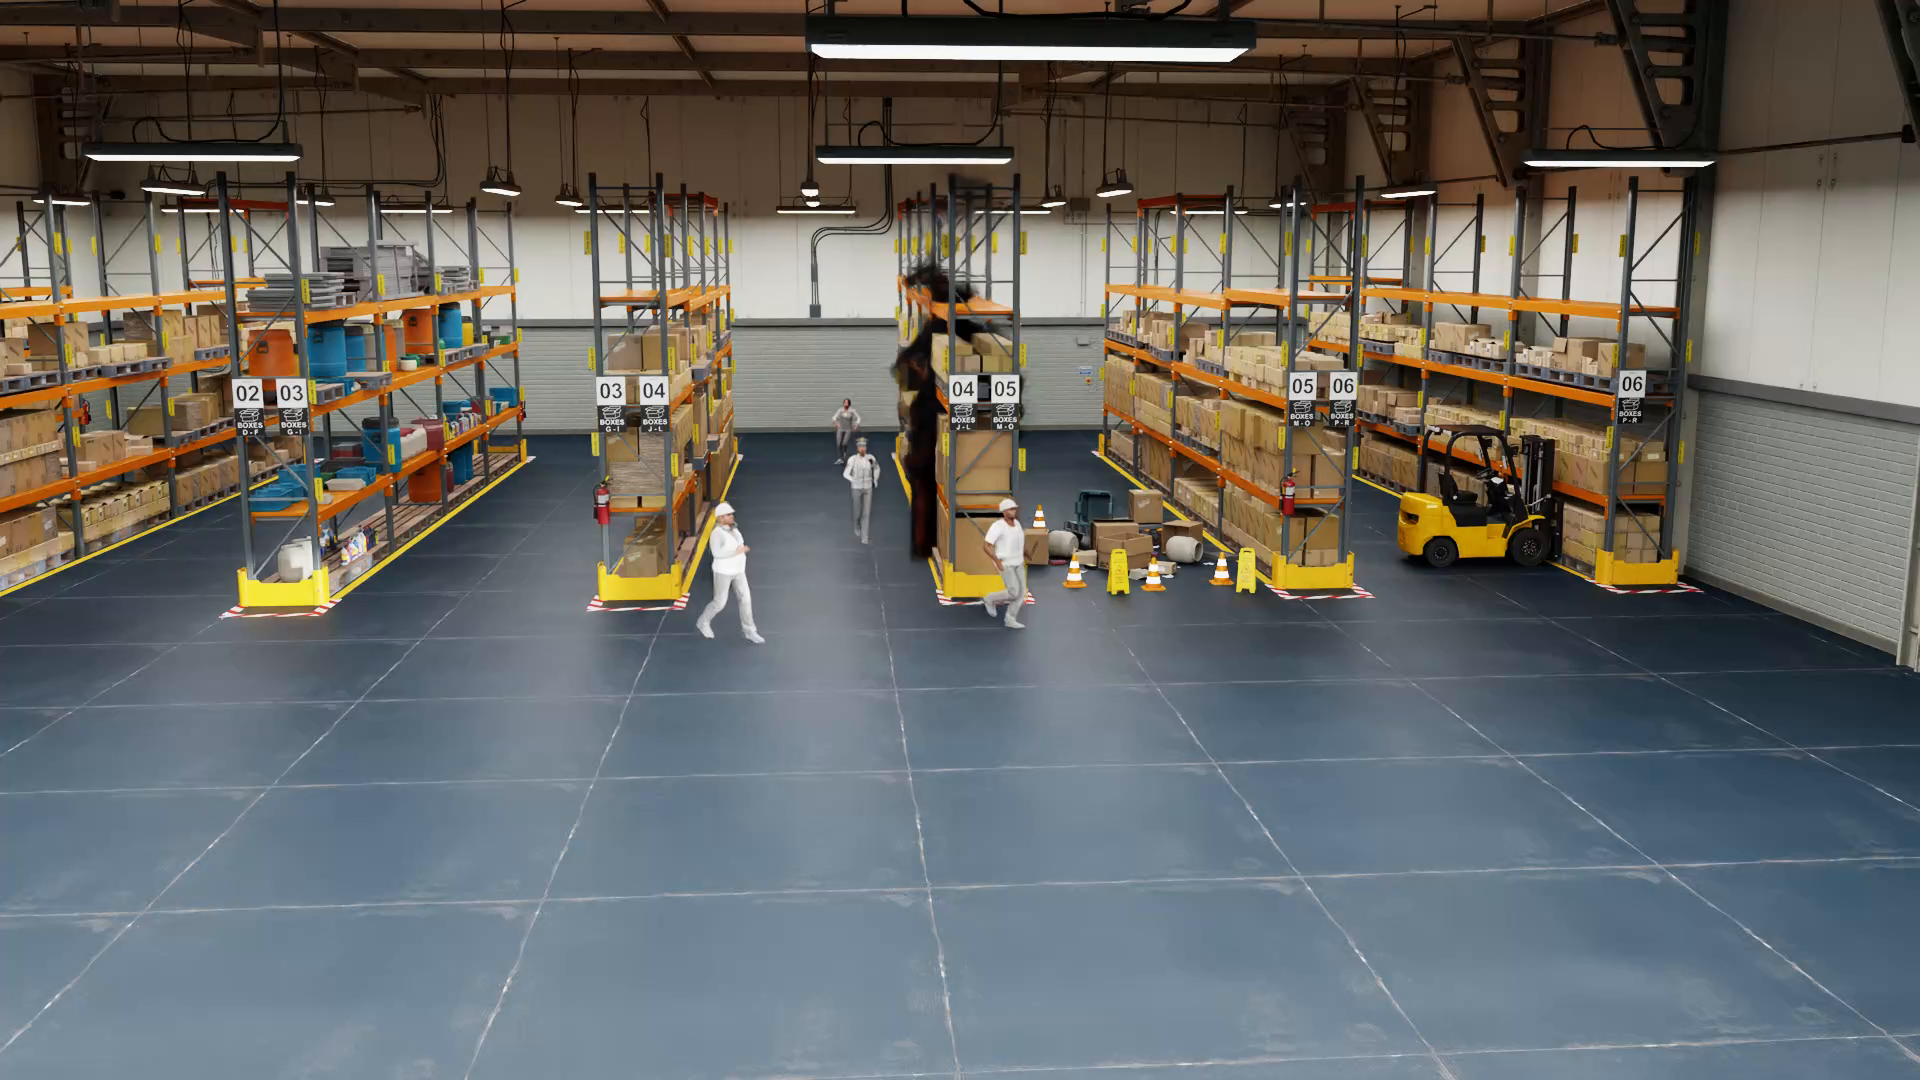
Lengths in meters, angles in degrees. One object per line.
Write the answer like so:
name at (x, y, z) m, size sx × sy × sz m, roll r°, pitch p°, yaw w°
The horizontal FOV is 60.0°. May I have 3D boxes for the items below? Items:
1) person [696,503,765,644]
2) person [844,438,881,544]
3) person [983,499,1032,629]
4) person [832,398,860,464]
person at (-2.934, 0.412, 21.112) m, size 0.944 × 1.774 × 0.659 m, roll 6°, pitch 12°, yaw 32°
person at (-1.552, -0.811, 26.696) m, size 0.618 × 1.675 × 0.803 m, roll -2°, pitch 10°, yaw -11°
person at (0.620, 0.305, 22.042) m, size 0.591 × 1.719 × 0.712 m, roll 9°, pitch 13°, yaw 41°
person at (-2.655, -2.524, 38.592) m, size 0.639 × 1.541 × 0.477 m, roll 2°, pitch 10°, yaw 9°
